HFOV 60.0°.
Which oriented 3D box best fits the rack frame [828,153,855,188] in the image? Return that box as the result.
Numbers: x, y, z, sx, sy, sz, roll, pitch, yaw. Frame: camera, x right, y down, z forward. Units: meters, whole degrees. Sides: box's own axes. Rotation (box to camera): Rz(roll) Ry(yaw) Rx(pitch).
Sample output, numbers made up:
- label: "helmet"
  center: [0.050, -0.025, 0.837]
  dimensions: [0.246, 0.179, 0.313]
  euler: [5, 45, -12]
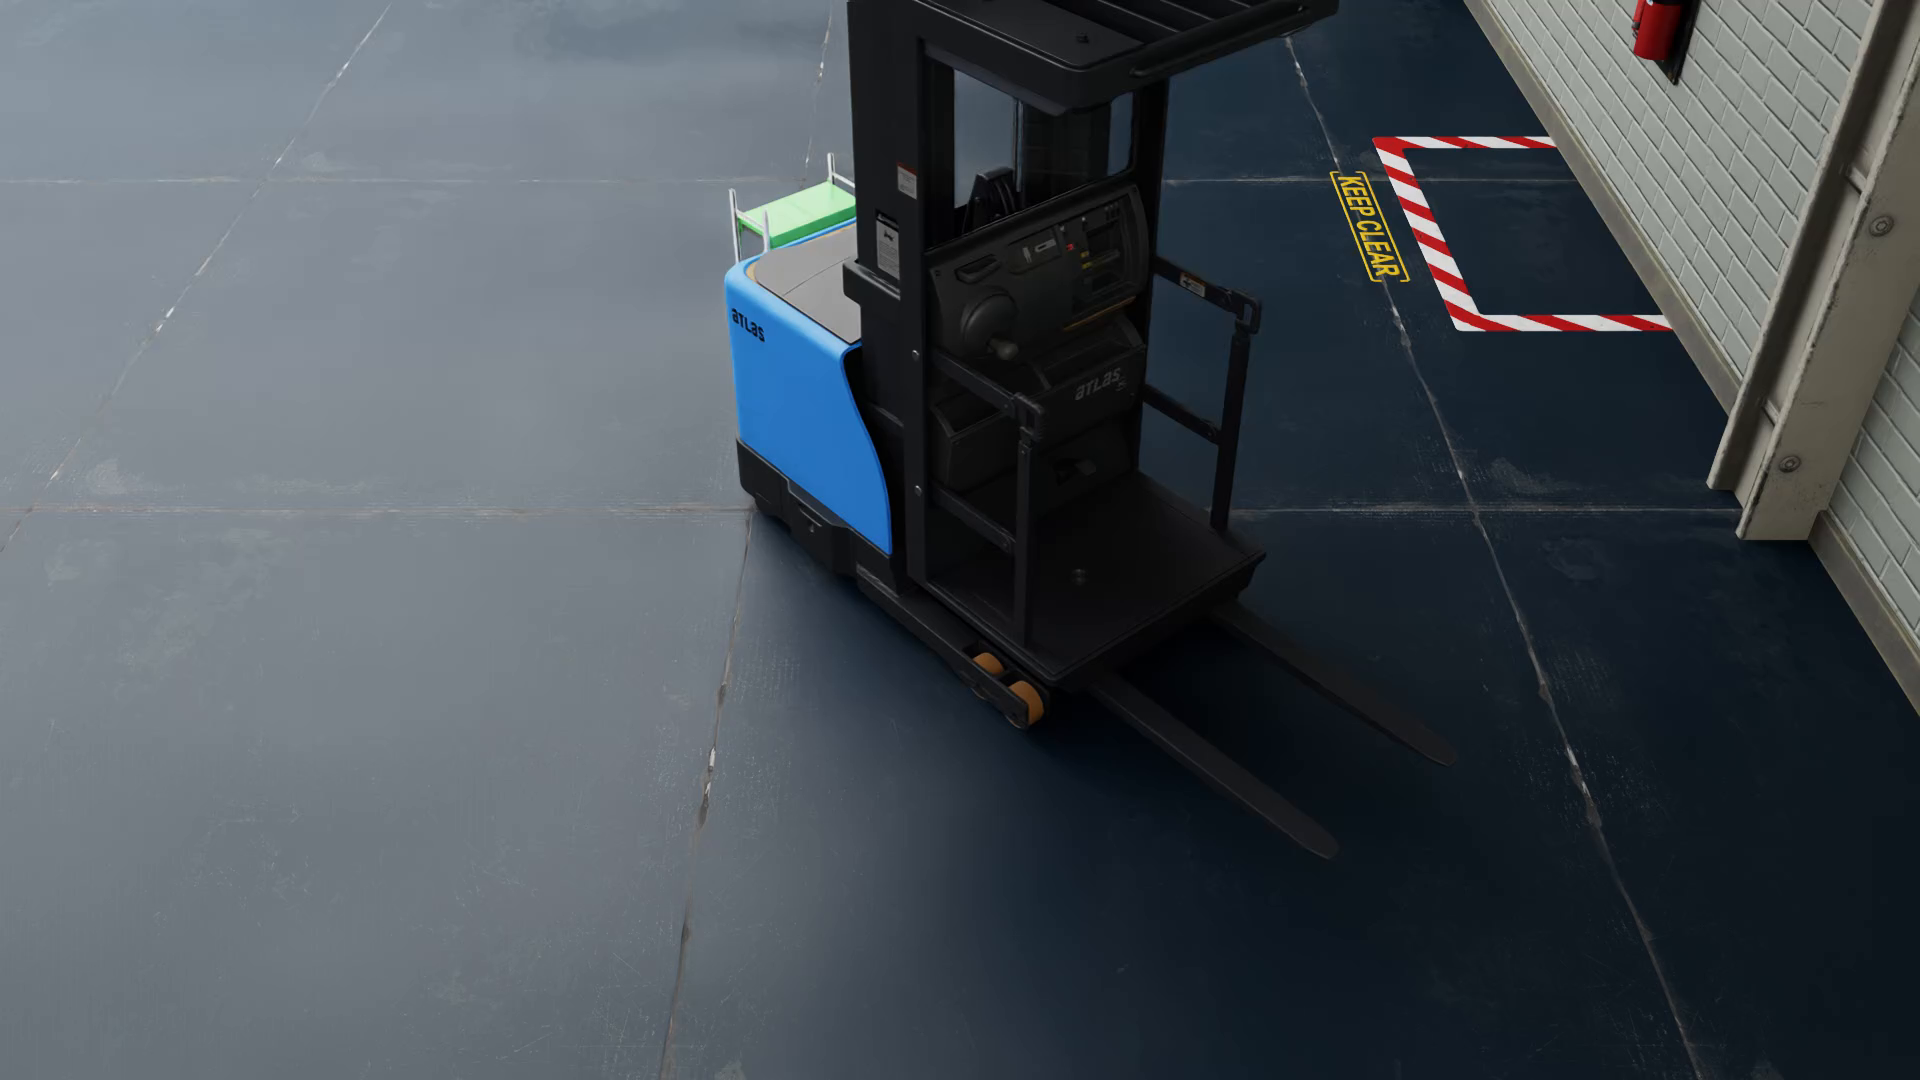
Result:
- label: "rack frame"
  center: [-0.457, -1.057, 7.110]
  dimensions: [0.015, 1.200, 0.240]
  euler: [-28, 47, -31]

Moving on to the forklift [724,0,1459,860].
- label: "forklift"
  center: [0.419, -0.835, 5.448]
  dimensions: [1.130, 2.935, 3.031]
  euler: [-28, 46, -30]

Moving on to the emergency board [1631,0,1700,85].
- label: "emergency board"
  center: [3.357, -2.841, 7.897]
  dimensions: [0.194, 1.169, 0.643]
  euler: [0, 39, 0]

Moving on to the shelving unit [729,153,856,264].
- label: "shelving unit"
  center: [-0.642, -0.957, 6.985]
  dimensions: [0.503, 1.200, 0.258]
  euler: [-28, 47, -31]

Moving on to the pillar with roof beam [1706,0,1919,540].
- label: "pillar with roof beam"
  center: [-0.984, -3.634, 4.089]
  dimensions: [9.100, 9.000, 0.400]
  euler: [0, 39, 0]

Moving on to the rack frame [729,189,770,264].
- label: "rack frame"
  center: [-0.826, -0.858, 6.861]
  dimensions: [0.015, 1.200, 0.240]
  euler: [-28, 47, -31]

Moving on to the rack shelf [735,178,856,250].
- label: "rack shelf"
  center: [-0.642, -1.282, 6.725]
  dimensions: [0.480, 0.148, 0.258]
  euler: [-28, 47, -31]
